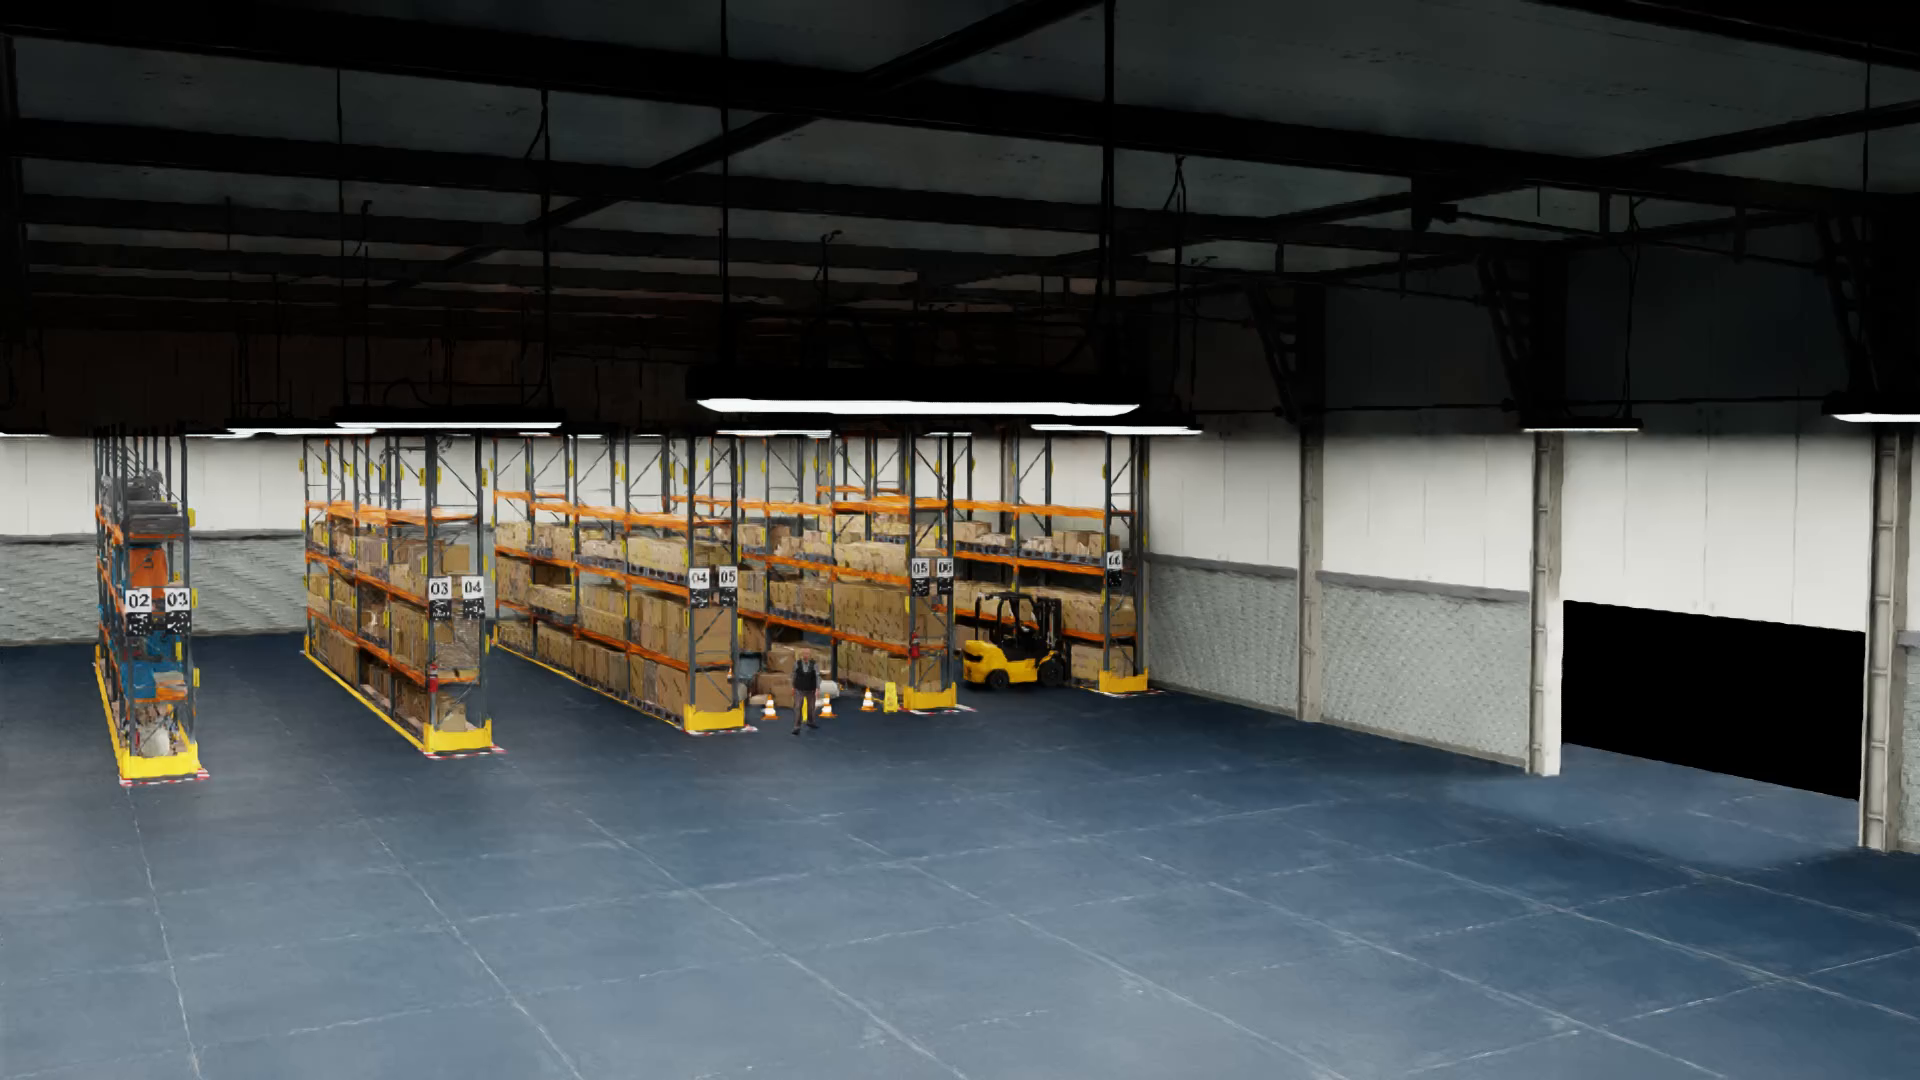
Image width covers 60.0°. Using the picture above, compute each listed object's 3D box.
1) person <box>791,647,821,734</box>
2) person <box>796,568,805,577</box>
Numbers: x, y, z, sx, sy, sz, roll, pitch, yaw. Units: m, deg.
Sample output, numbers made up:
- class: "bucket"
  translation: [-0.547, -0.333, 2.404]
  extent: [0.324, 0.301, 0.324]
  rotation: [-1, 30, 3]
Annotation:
- class: "person"
  translation: [-3.006, 2.926, 32.451]
  extent: [0.581, 1.673, 0.953]
  rotation: [0, 3, -5]
- class: "person"
  translation: [-5.009, 1.697, 52.587]
  extent: [0.556, 1.665, 0.374]
  rotation: [2, 4, 31]
